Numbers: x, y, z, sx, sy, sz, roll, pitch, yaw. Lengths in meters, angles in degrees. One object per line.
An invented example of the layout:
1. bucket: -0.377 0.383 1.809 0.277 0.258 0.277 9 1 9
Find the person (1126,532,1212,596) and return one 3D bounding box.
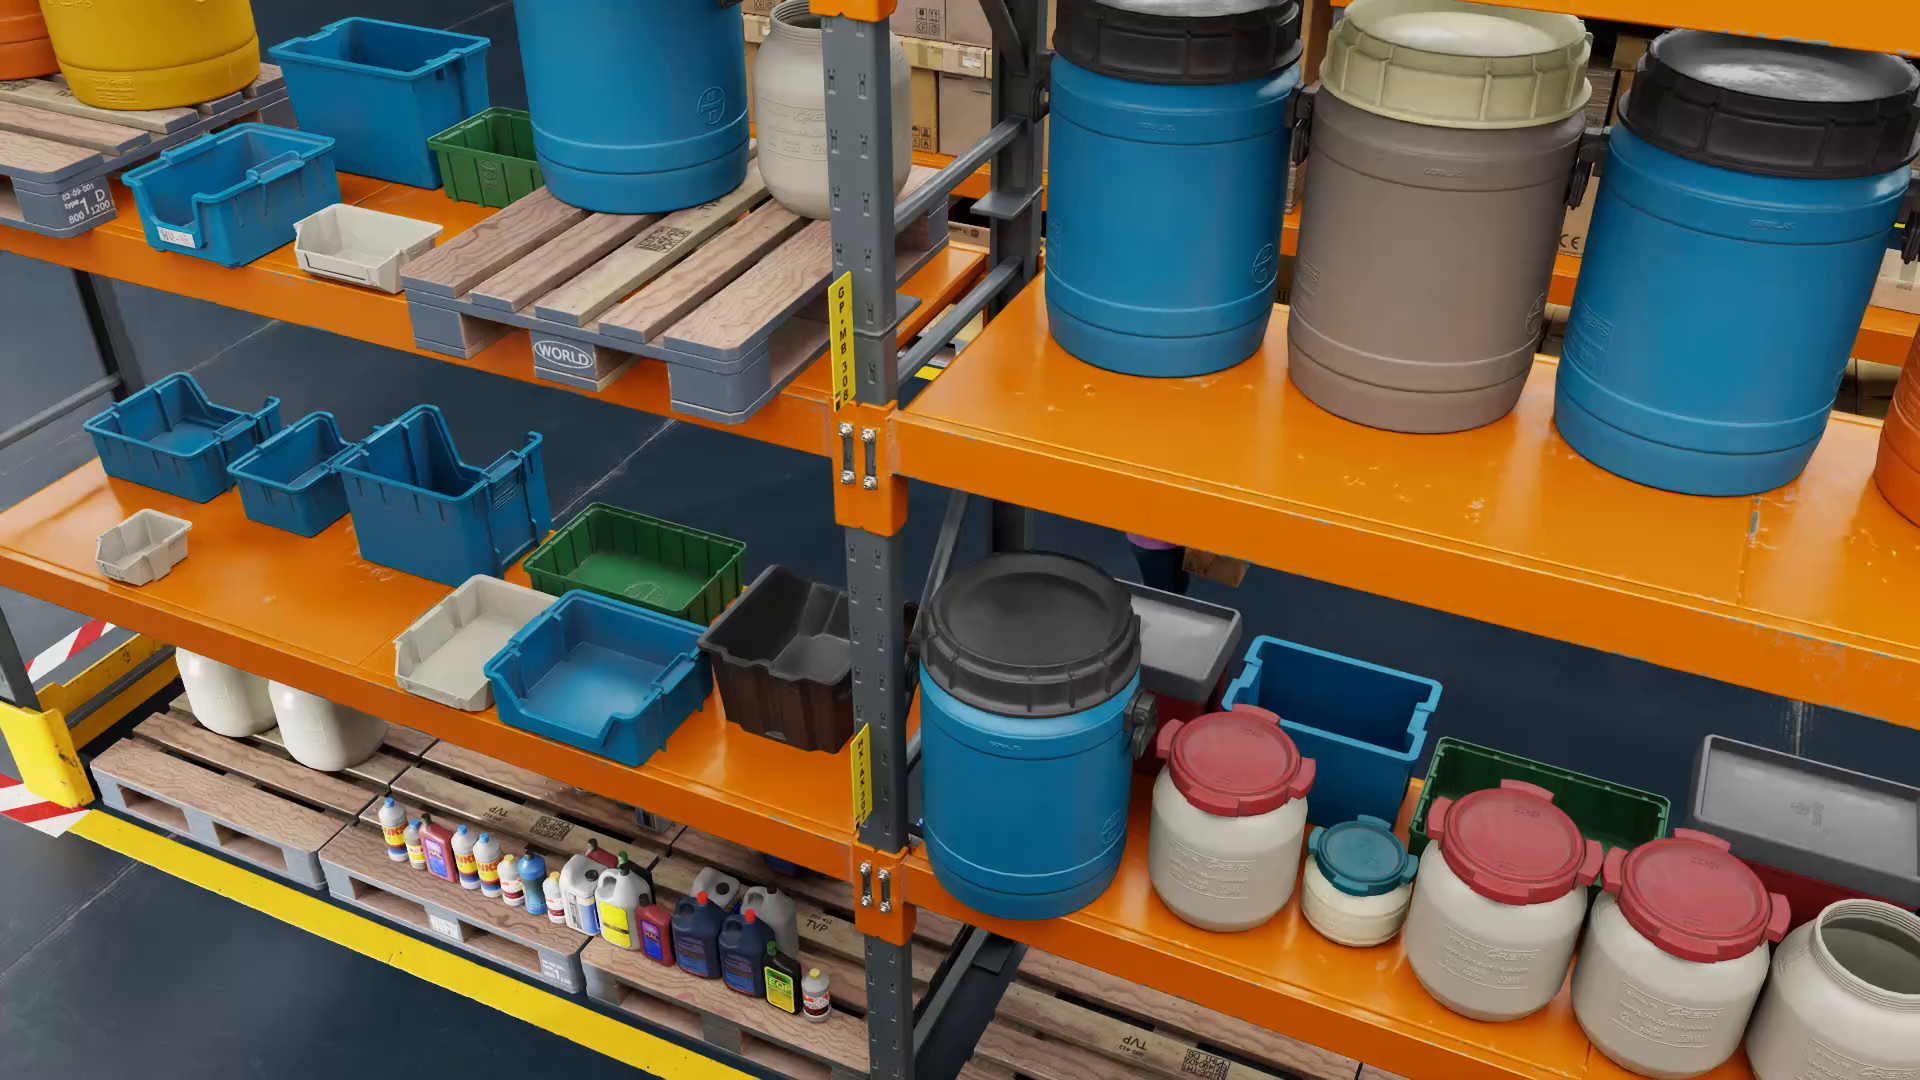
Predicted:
1. person: 0.935 -0.020 7.179 0.424 1.596 0.444 14 37 20
